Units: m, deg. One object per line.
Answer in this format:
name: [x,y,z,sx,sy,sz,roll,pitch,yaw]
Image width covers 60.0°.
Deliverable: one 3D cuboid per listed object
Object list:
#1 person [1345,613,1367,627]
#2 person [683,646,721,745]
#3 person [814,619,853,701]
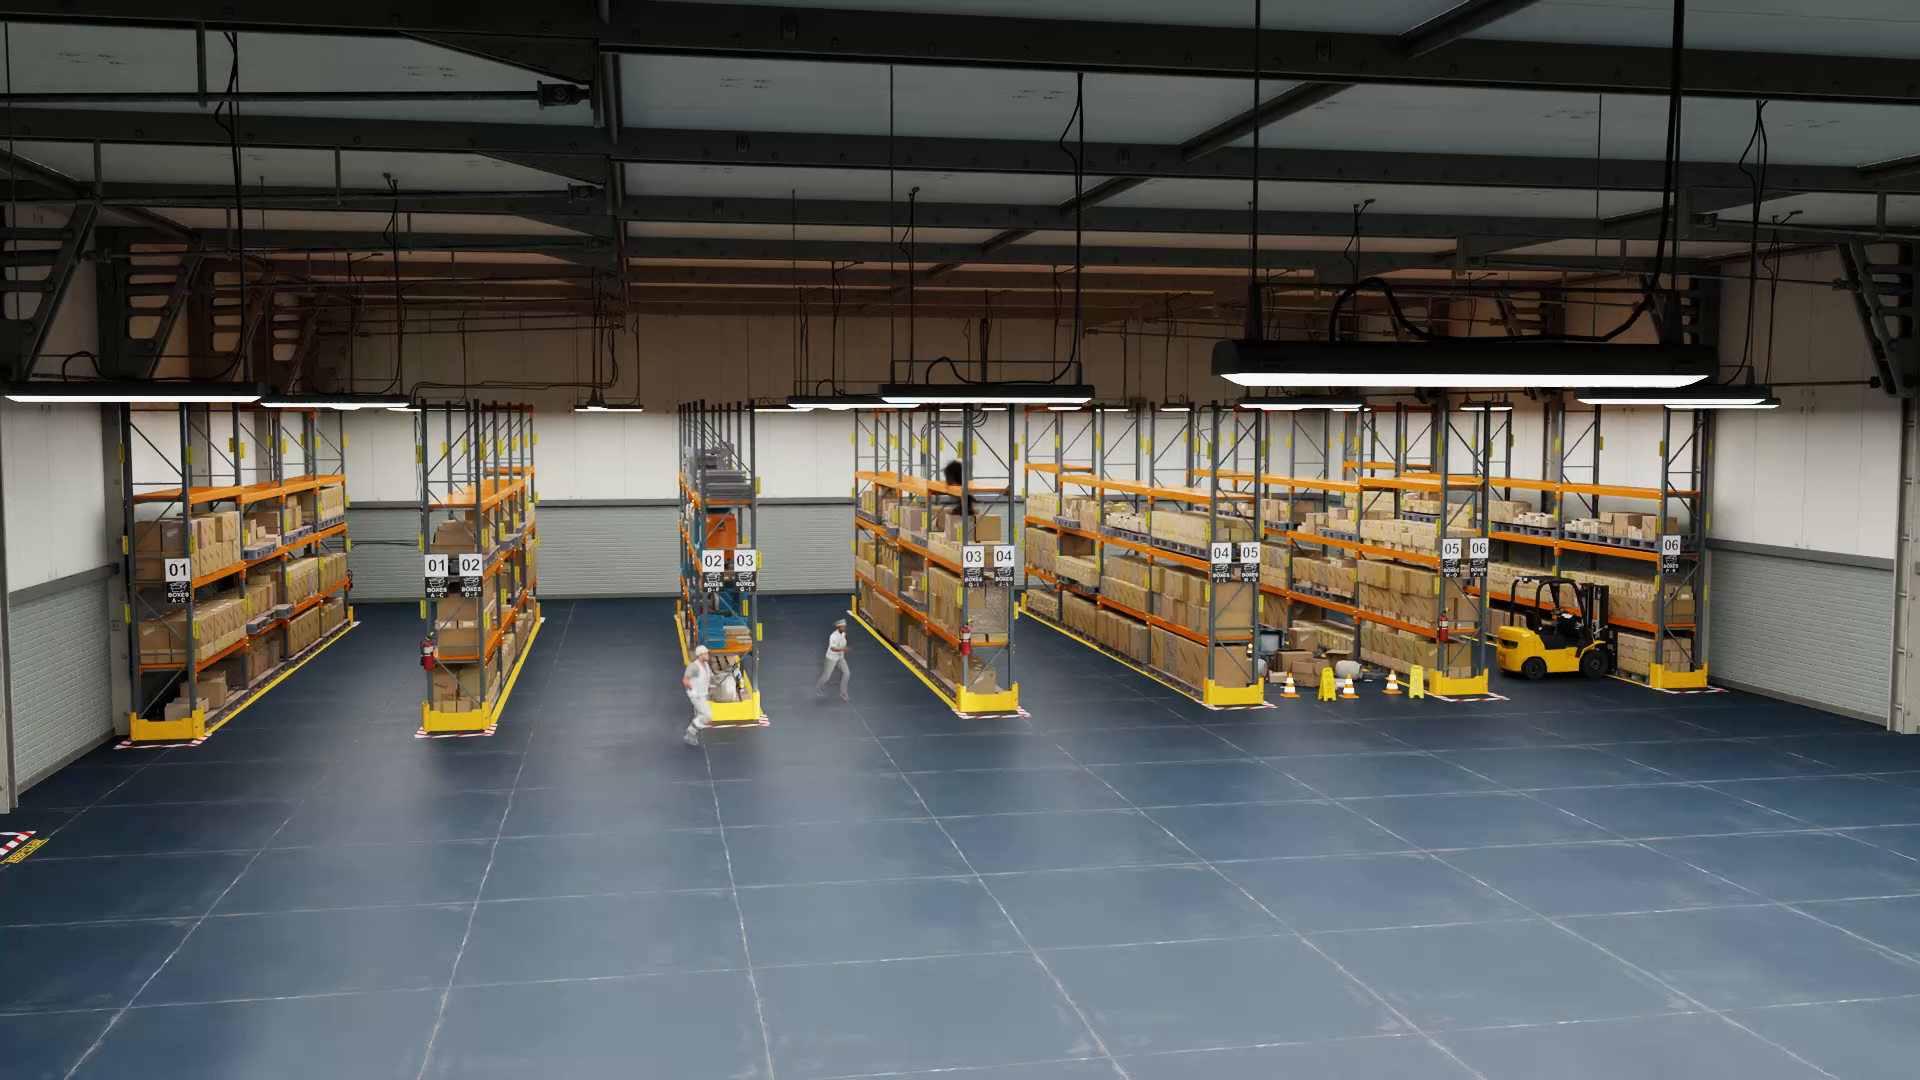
person: [10.180,1.671,42.627,0.664,1.717,0.972,-1,5,-18]
person: [-4.507,2.686,28.723,0.649,1.729,0.623,1,5,19]
person: [-2.500,2.395,33.305,0.955,1.668,0.588,3,5,34]
